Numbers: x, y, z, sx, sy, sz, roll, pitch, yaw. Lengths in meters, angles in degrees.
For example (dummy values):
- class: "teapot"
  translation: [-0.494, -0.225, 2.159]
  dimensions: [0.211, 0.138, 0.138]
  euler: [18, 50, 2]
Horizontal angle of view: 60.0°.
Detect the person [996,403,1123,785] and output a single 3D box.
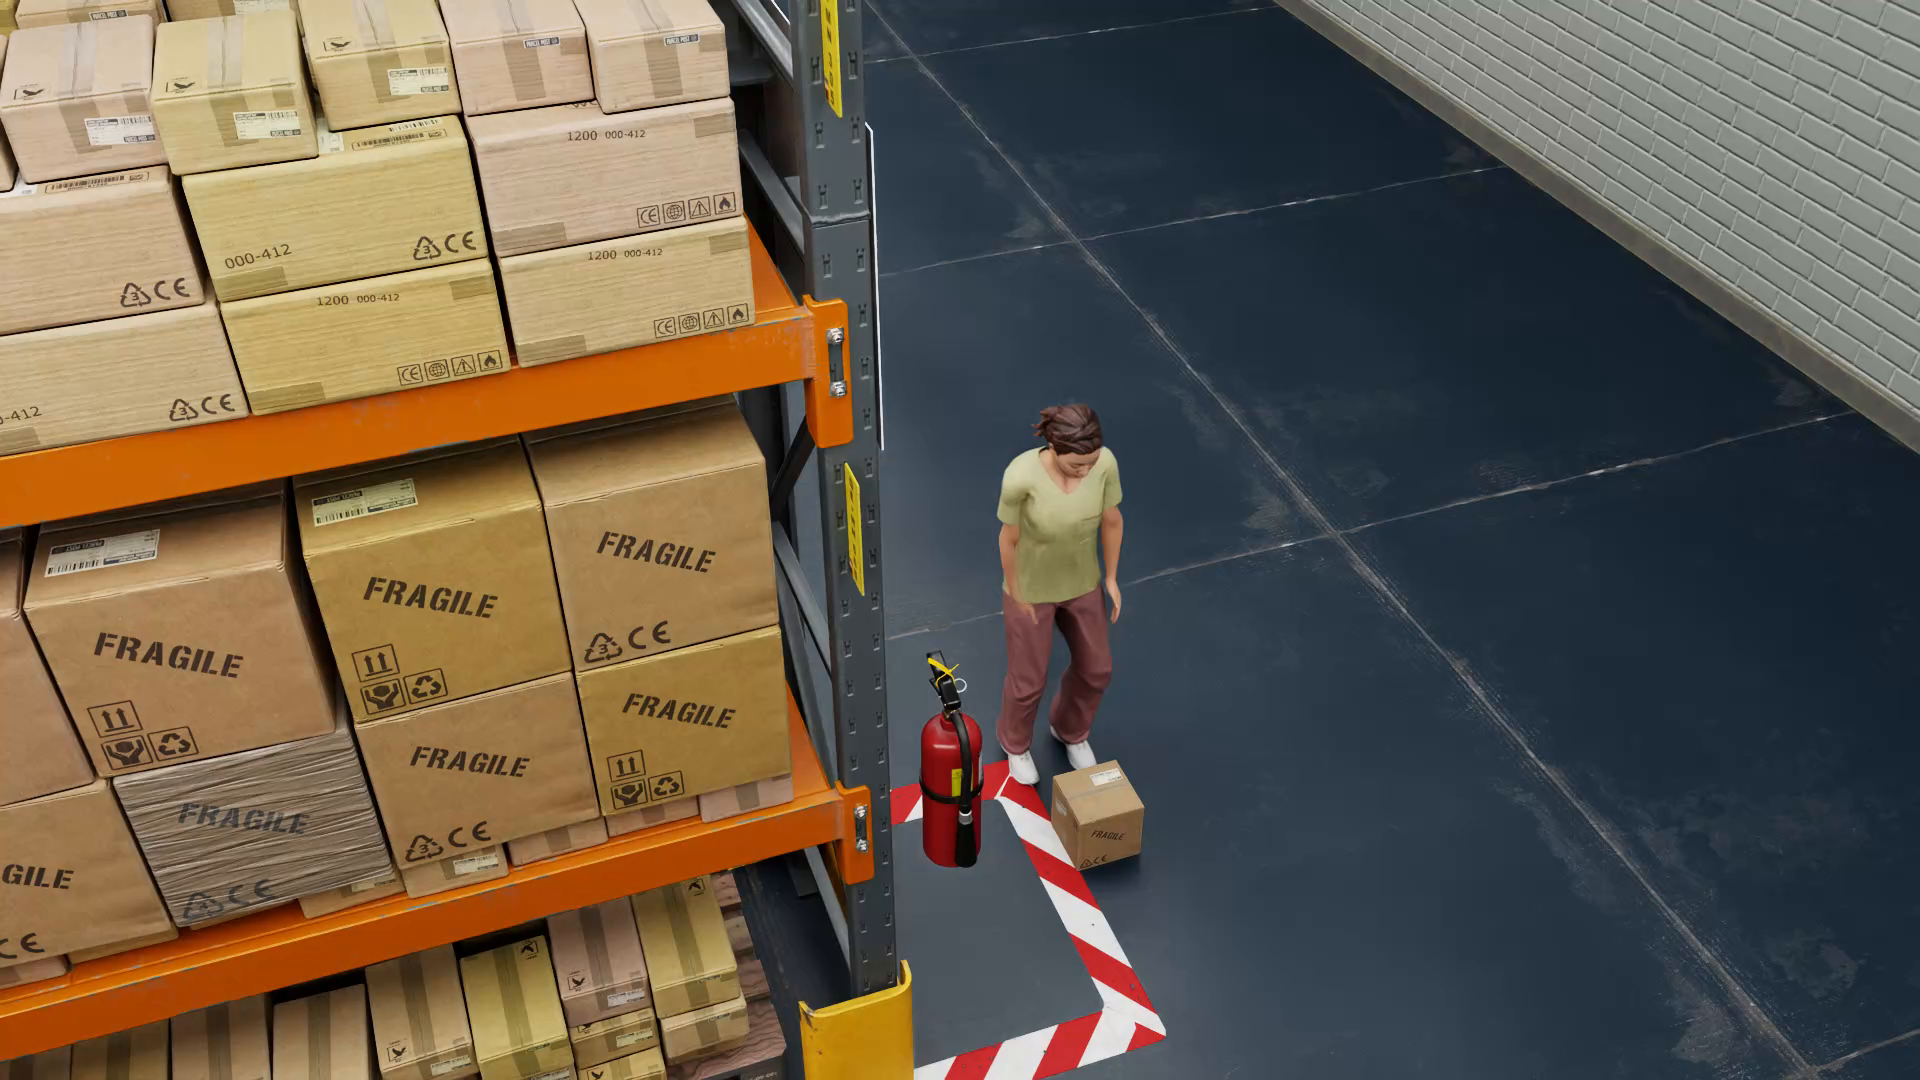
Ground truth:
- class: "person"
  translation: [0.360, 0.178, 5.956]
  dimensions: [0.463, 1.645, 0.354]
  euler: [-11, 39, -14]
